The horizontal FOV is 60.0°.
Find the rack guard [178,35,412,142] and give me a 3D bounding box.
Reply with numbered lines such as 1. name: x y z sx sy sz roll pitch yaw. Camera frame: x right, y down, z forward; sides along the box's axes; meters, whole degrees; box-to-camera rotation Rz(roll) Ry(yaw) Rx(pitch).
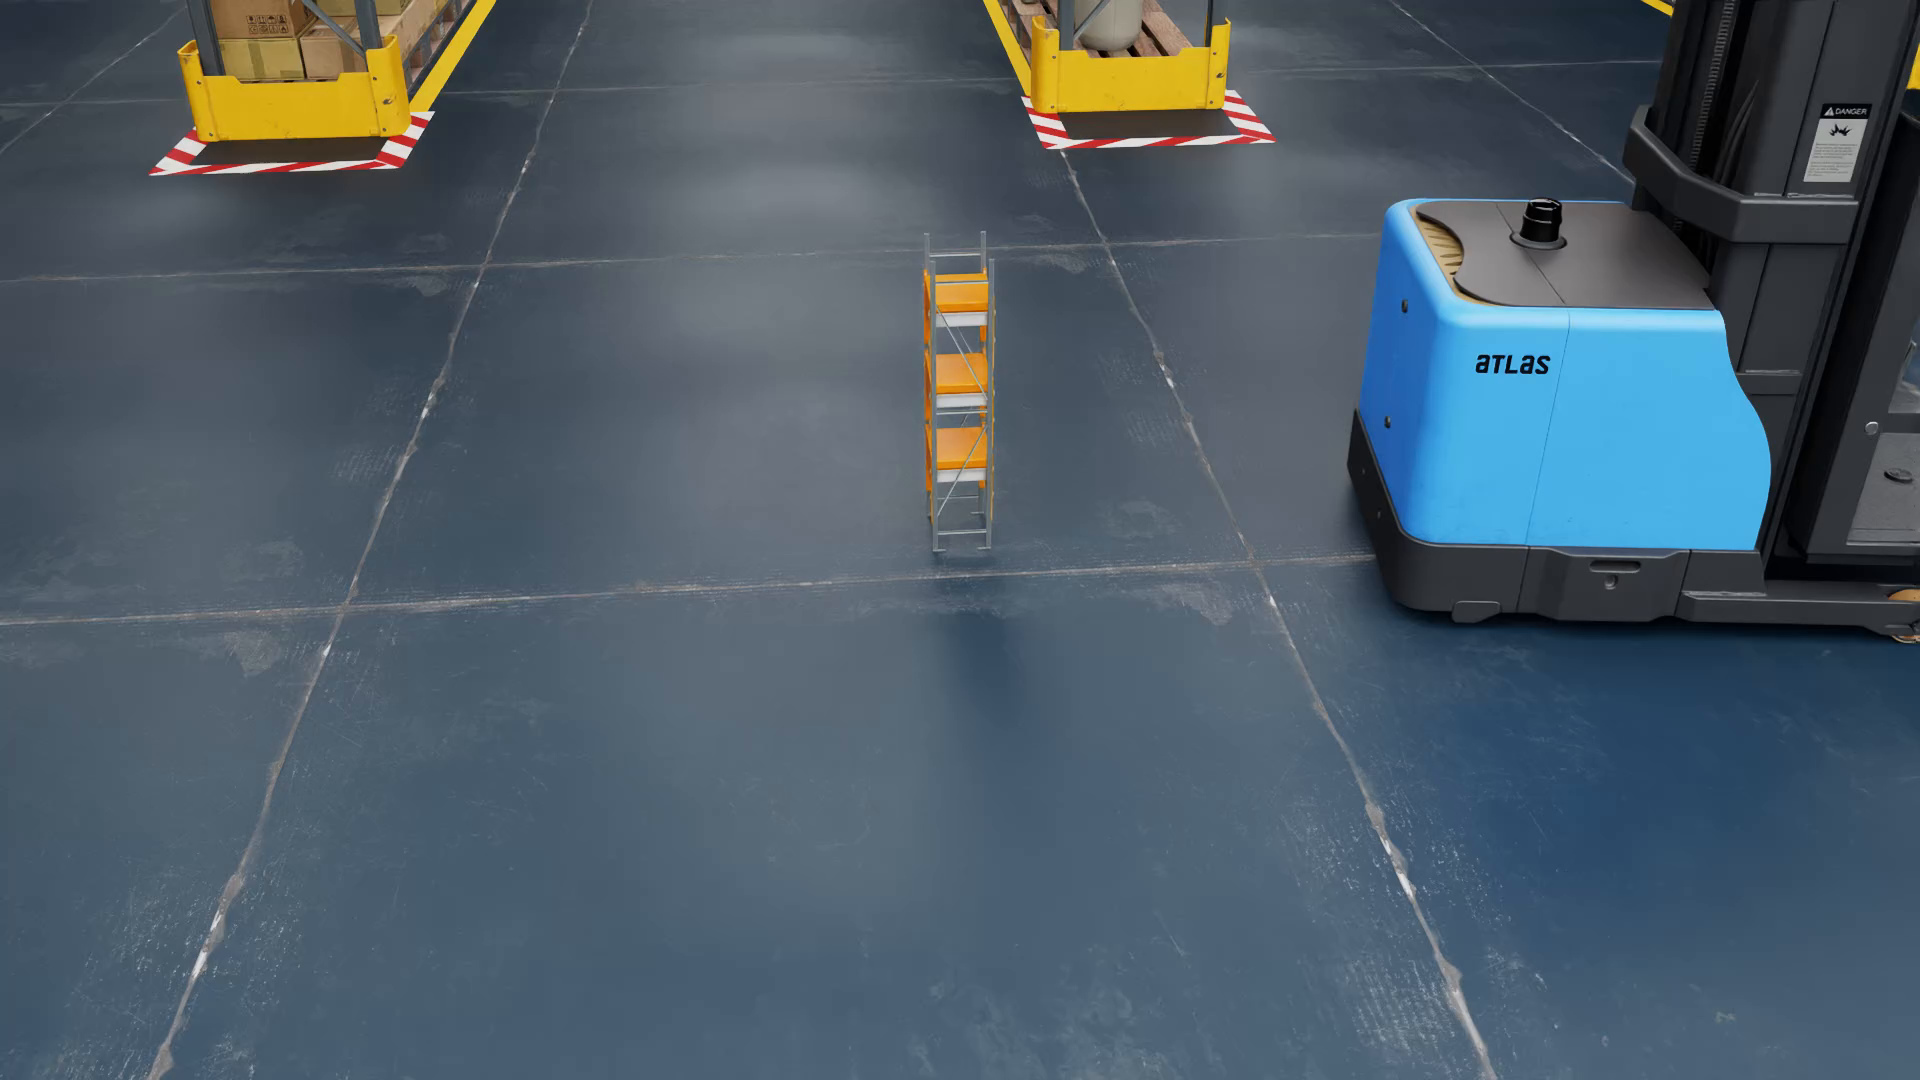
1. rack guard: -3.847 -2.628 9.663 1.175 0.500 0.348 -3 31 -5

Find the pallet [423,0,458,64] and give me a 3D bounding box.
1. pallet: -4.073 -3.526 11.448 1.003 0.211 1.213 -3 31 -5

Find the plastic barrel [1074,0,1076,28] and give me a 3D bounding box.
1. plastic barrel: 0.898 -3.650 10.951 0.421 0.512 0.421 0 31 0

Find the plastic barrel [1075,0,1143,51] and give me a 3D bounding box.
1. plastic barrel: 0.945 -3.394 10.523 0.421 0.512 0.421 0 31 0

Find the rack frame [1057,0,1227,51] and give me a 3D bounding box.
1. rack frame: 1.083 -3.949 9.436 1.000 3.000 0.127 -3 31 -5

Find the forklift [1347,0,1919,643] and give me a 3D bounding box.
1. forklift: 2.904 -1.211 4.920 3.031 2.935 1.130 1 31 2

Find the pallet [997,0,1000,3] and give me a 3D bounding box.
1. pallet: 0.730 -4.449 12.993 1.003 0.211 1.213 -3 31 -5

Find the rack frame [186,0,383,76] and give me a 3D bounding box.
1. rack frame: -3.849 -3.714 9.042 1.000 3.000 0.127 -3 31 -5

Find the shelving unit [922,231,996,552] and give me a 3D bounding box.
1. shelving unit: -0.005 -0.478 5.527 0.215 1.050 0.252 -3 31 -5

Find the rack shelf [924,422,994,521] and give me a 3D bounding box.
1. rack shelf: -0.005 -0.230 5.674 0.215 0.259 0.240 -3 31 -5

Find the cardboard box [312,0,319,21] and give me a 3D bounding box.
1. cardboard box: -4.252 -3.228 10.501 0.500 0.250 0.500 -3 31 -5

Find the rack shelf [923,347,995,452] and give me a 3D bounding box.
1. rack shelf: -0.005 -0.469 5.532 0.215 0.259 0.240 -3 31 -5

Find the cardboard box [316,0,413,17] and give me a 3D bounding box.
1. cardboard box: -3.726 -3.575 10.351 0.500 0.500 0.500 -3 31 -5

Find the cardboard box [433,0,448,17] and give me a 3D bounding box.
1. cardboard box: -3.816 -3.764 11.398 0.500 0.250 0.500 -3 31 -5

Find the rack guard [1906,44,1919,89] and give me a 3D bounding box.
1. rack guard: 6.007 -3.152 10.540 1.175 0.500 0.348 -3 31 -5

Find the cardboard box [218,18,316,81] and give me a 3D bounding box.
1. cardboard box: -4.193 -2.973 10.074 0.500 0.250 0.500 -3 31 -5

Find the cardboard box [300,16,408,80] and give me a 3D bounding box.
1. cardboard box: -3.678 -2.998 10.116 0.500 0.250 0.500 -3 31 -5

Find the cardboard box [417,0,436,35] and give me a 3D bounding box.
1. cardboard box: -3.774 -3.508 10.970 0.500 0.250 0.500 -3 31 -5

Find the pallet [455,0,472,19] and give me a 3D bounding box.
1. pallet: -4.190 -4.151 12.493 1.003 0.211 1.213 -3 31 -5

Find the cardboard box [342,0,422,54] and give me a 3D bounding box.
1. cardboard box: -3.728 -3.253 10.543 0.500 0.250 0.500 -3 31 -5

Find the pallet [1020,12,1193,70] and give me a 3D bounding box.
1. pallet: 0.958 -3.203 10.907 1.003 0.211 1.213 -3 31 -5

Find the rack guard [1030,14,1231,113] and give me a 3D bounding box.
1. rack guard: 1.029 -2.912 10.138 1.175 0.500 0.348 -3 31 -5

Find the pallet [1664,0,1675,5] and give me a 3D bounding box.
1. pallet: 5.856 -4.066 12.351 1.003 0.211 1.213 -3 31 -5

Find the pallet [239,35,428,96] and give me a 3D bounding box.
1. pallet: -3.962 -2.905 10.408 1.003 0.211 1.213 -3 31 -5

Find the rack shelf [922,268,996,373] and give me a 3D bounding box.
1. rack shelf: -0.005 -0.713 5.386 0.215 0.259 0.240 -3 31 -5

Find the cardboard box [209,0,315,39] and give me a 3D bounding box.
1. cardboard box: -4.196 -3.295 9.882 0.500 0.500 0.500 -3 31 -5

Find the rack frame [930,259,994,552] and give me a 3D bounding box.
1. rack frame: 0.006 -0.416 5.422 0.200 1.050 0.008 -3 31 -5

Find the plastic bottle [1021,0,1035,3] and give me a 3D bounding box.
1. plastic bottle: 0.475 -3.853 11.576 0.097 0.201 0.097 0 31 0

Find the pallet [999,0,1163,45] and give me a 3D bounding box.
1. pallet: 0.848 -3.825 11.948 1.003 0.211 1.213 -3 31 -5

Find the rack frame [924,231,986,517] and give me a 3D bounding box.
1. rack frame: -0.016 -0.540 5.631 0.200 1.050 0.008 -3 31 -5
